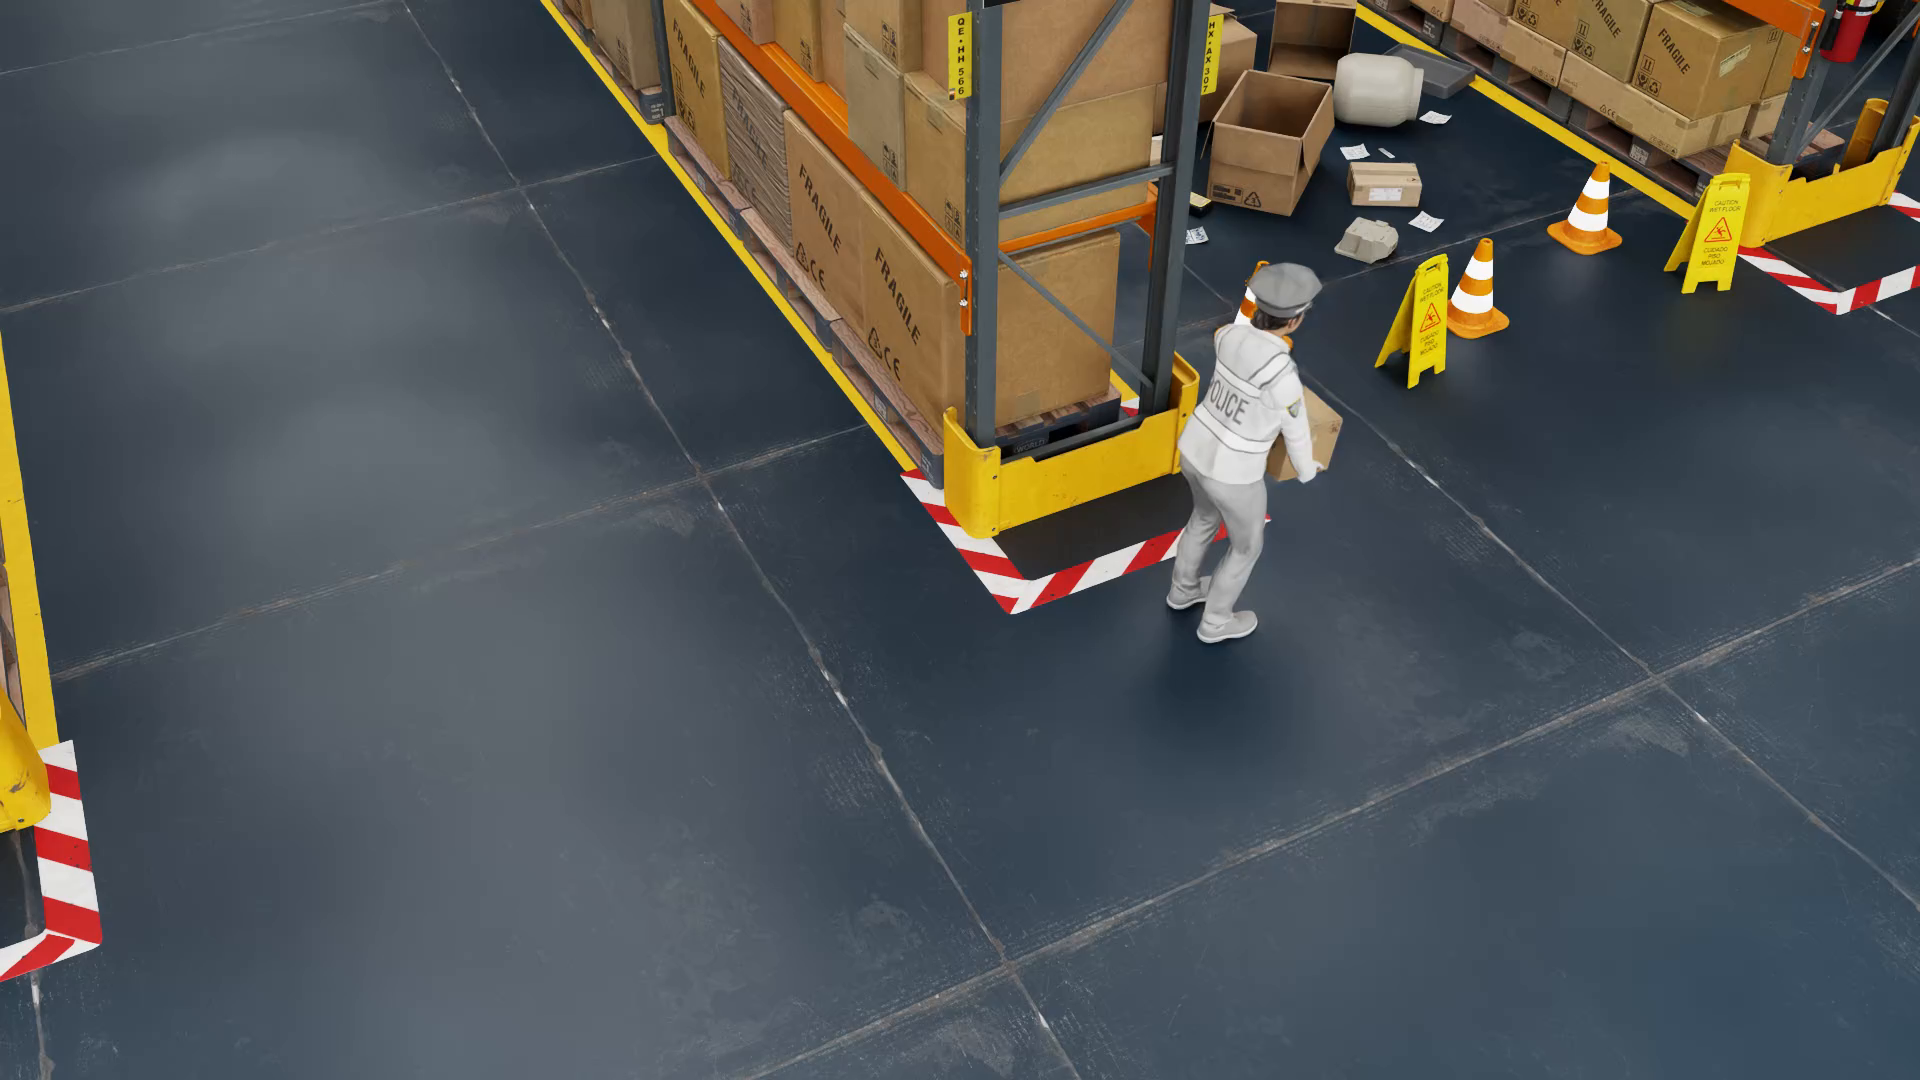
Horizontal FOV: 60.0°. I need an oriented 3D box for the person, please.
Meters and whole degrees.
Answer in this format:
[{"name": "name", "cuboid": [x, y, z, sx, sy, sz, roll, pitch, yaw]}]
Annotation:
[{"name": "person", "cuboid": [1.125, -0.323, 6.555, 0.561, 1.631, 0.414, -20, 45, -21]}]
